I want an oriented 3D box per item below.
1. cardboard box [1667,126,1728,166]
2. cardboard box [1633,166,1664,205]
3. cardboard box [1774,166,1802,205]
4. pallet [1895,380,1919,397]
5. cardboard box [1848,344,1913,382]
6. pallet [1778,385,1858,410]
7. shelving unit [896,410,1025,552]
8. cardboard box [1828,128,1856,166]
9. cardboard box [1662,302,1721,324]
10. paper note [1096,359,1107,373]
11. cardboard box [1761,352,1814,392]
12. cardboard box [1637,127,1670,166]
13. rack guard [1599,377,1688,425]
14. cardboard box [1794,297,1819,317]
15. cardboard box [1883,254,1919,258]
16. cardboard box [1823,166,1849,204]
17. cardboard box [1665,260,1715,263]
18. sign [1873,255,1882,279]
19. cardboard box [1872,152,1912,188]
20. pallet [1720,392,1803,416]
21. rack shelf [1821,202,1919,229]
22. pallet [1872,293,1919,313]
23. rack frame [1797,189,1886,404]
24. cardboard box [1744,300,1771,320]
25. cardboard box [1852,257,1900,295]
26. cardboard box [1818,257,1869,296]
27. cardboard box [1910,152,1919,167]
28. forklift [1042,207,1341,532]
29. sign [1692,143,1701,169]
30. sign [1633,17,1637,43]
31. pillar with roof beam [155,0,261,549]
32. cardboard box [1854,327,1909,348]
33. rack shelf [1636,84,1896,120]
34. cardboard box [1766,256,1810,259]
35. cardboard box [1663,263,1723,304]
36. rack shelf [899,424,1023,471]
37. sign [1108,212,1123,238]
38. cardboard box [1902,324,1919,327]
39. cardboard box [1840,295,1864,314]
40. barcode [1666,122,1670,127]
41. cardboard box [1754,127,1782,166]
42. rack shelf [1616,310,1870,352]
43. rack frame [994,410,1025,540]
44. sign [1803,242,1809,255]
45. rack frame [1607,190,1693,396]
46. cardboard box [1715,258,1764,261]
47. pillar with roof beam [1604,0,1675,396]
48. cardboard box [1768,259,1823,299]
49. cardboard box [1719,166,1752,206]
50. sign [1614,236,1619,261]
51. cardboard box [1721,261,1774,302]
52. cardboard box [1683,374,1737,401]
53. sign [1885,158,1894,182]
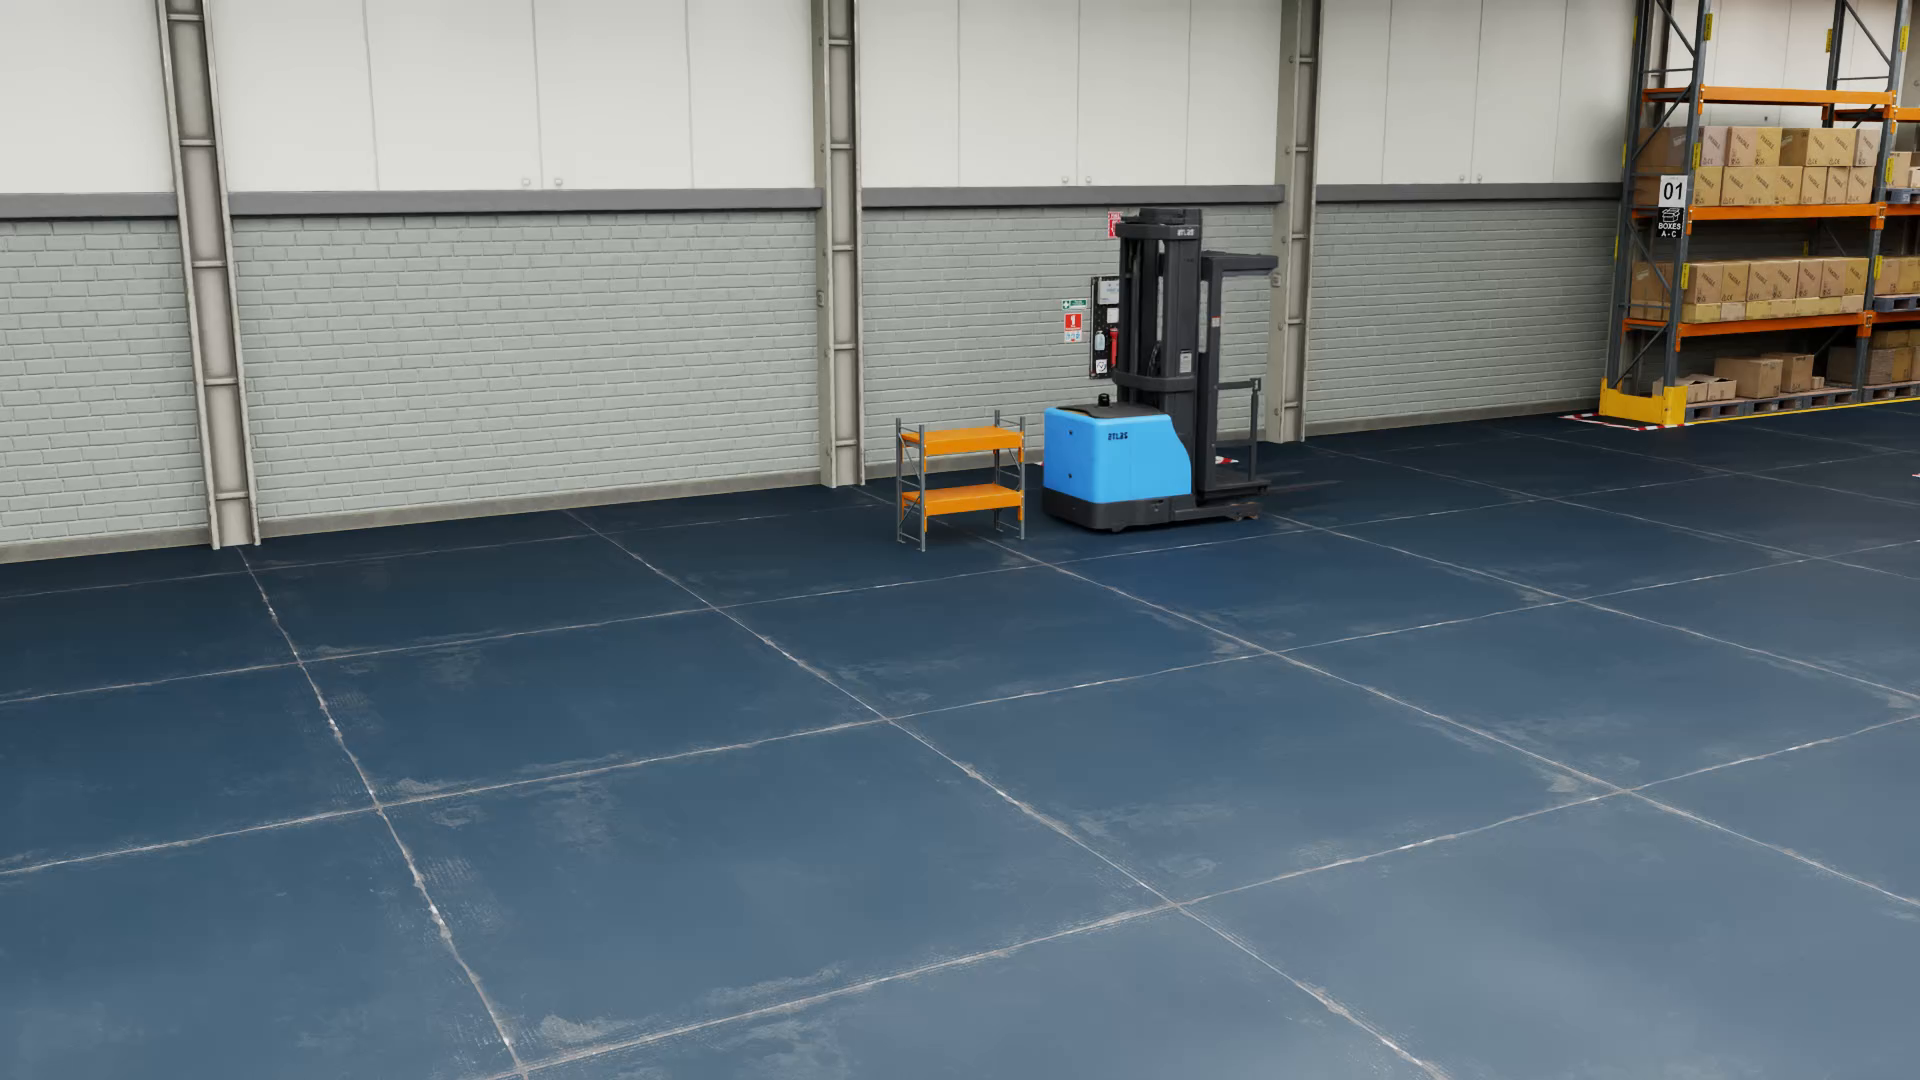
[{"bbox_3d":[9.533,-5.088,21.501,0.500,0.500,0.500,-8,15,-32],"label":"cardboard box"},{"bbox_3d":[9.323,-4.699,22.051,0.500,0.500,0.500,-6,14,-24],"label":"cardboard box"},{"bbox_3d":[10.894,-4.759,22.317,0.500,0.500,0.500,-6,14,-24],"label":"cardboard box"},{"bbox_3d":[14.344,-2.356,25.097,1.213,0.211,1.003,-7,14,-28],"label":"pallet"},{"bbox_3d":[13.657,-2.645,24.720,0.500,0.500,0.700,-7,15,-29],"label":"cardboard box"},{"bbox_3d":[12.017,-2.067,23.813,1.213,0.211,1.003,-7,14,-28],"label":"pallet"},{"bbox_3d":[0.006,-0.549,14.989,1.048,1.125,0.538,-7,14,-28],"label":"shelving unit"},{"bbox_3d":[11.801,-5.350,22.666,0.500,0.500,0.500,-6,14,-25],"label":"cardboard box"},{"bbox_3d":[9.659,-3.011,21.952,0.500,0.250,0.500,-7,15,-29],"label":"cardboard box"},{"bbox_3d":[1.636,-2.006,19.195,0.142,0.148,0.016,-7,14,-28],"label":"paper note"},{"bbox_3d":[11.697,-2.383,23.558,0.500,0.500,0.500,-8,15,-32],"label":"cardboard box"},{"bbox_3d":[9.331,-5.190,21.955,0.500,0.500,0.500,-6,14,-25],"label":"cardboard box"},{"bbox_3d":[9.145,-1.873,22.292,0.348,0.500,1.175,-7,14,-28],"label":"rack guard"},{"bbox_3d":[11.443,-3.227,22.911,0.500,0.250,0.500,-7,14,-28],"label":"cardboard box"},{"bbox_3d":[14.109,-3.948,24.590,0.500,0.500,0.700,-5,14,-20],"label":"cardboard box"},{"bbox_3d":[11.814,-4.875,22.836,0.500,0.500,0.500,-8,15,-33],"label":"cardboard box"},{"bbox_3d":[9.837,-3.528,22.543,0.500,0.500,0.500,-7,14,-27],"label":"cardboard box"},{"bbox_3d":[12.856,-3.824,23.295,0.005,0.325,0.100,-7,14,-28],"label":"sign"},{"bbox_3d":[13.107,-5.264,23.652,0.500,0.500,0.500,-5,13,-20],"label":"cardboard box"},{"bbox_3d":[10.944,-1.938,23.239,1.213,0.211,1.003,-7,14,-28],"label":"pallet"},{"bbox_3d":[14.345,-4.828,24.536,4.000,0.370,1.077,-7,14,-28],"label":"rack shelf"},{"bbox_3d":[13.330,-3.464,24.105,1.213,0.211,1.003,-7,14,-28],"label":"pallet"},{"bbox_3d":[12.589,-3.505,23.851,0.127,3.000,1.000,-7,14,-28],"label":"rack frame"},{"bbox_3d":[10.558,-3.121,22.440,0.500,0.250,0.500,-7,15,-29],"label":"cardboard box"},{"bbox_3d":[13.052,-3.815,24.001,0.500,0.500,0.700,-7,14,-28],"label":"cardboard box"},{"bbox_3d":[12.322,-3.698,23.298,0.500,0.500,0.500,-7,14,-28],"label":"cardboard box"},{"bbox_3d":[14.190,-5.394,24.229,0.500,0.500,0.500,-7,15,-30],"label":"cardboard box"},{"bbox_3d":[2.336,-1.707,16.020,3.031,2.935,1.130,-7,14,-27],"label":"forklift"},{"bbox_3d":[9.338,-4.869,21.092,0.005,0.325,0.100,-7,14,-28],"label":"sign"},{"bbox_3d":[8.830,-6.653,21.688,0.005,0.325,0.100,-7,14,-28],"label":"sign"},{"bbox_3d":[-4.458,-3.528,10.290,0.400,9.000,9.100,-7,14,-28],"label":"pillar with roof beam"},{"bbox_3d":[13.612,-2.994,24.562,0.500,0.250,0.500,-7,15,-29],"label":"cardboard box"},{"bbox_3d":[10.834,-5.869,22.337,4.000,0.370,1.077,-7,14,-28],"label":"rack shelf"},{"bbox_3d":[11.621,-3.745,23.504,0.500,0.500,0.500,-7,14,-28],"label":"cardboard box"},{"bbox_3d":[9.641,-3.379,21.879,0.500,0.500,0.500,-7,14,-28],"label":"cardboard box"},{"bbox_3d":[0.006,-0.835,14.925,1.000,0.278,0.538,-7,14,-28],"label":"rack shelf"},{"bbox_3d":[1.770,-3.590,18.949,0.199,0.298,0.001,-7,14,-28],"label":"sign"},{"bbox_3d":[14.514,-3.098,25.026,0.500,0.250,0.500,-7,14,-28],"label":"cardboard box"},{"bbox_3d":[12.319,-3.333,23.385,0.500,0.250,0.500,-7,14,-28],"label":"cardboard box"},{"bbox_3d":[9.462,-5.548,22.226,0.075,0.075,0.001,-7,14,-28],"label":"barcode"},{"bbox_3d":[10.442,-5.187,21.942,0.500,0.500,0.500,-6,14,-26],"label":"cardboard box"},{"bbox_3d":[10.834,-2.944,22.995,4.000,0.370,1.077,-7,14,-28],"label":"rack shelf"},{"bbox_3d":[0.452,-0.603,15.226,0.032,1.125,0.500,-7,14,-28],"label":"rack frame"},{"bbox_3d":[12.320,-4.176,24.198,0.005,0.325,0.100,-7,14,-28],"label":"sign"},{"bbox_3d":[9.078,-3.084,21.982,0.127,3.000,1.000,-7,14,-28],"label":"rack frame"},{"bbox_3d":[10.730,-3.636,23.024,0.500,0.500,0.500,-7,14,-27],"label":"cardboard box"},{"bbox_3d":[11.341,-5.422,18.704,0.400,9.000,9.100,-7,14,-28],"label":"pillar with roof beam"},{"bbox_3d":[11.440,-3.594,22.833,0.500,0.500,0.500,-7,15,-29],"label":"cardboard box"},{"bbox_3d":[9.980,-4.643,21.802,0.500,0.500,0.500,-6,14,-24],"label":"cardboard box"},{"bbox_3d":[8.830,-3.912,22.304,0.005,0.325,0.100,-7,14,-28],"label":"sign"},{"bbox_3d":[10.536,-3.482,22.338,0.500,0.500,0.500,-7,15,-30],"label":"cardboard box"},{"bbox_3d":[10.229,-2.102,22.741,0.500,0.311,0.500,-6,14,-23],"label":"cardboard box"},{"bbox_3d":[12.856,-5.117,23.004,0.005,0.325,0.100,-7,14,-28],"label":"sign"}]
